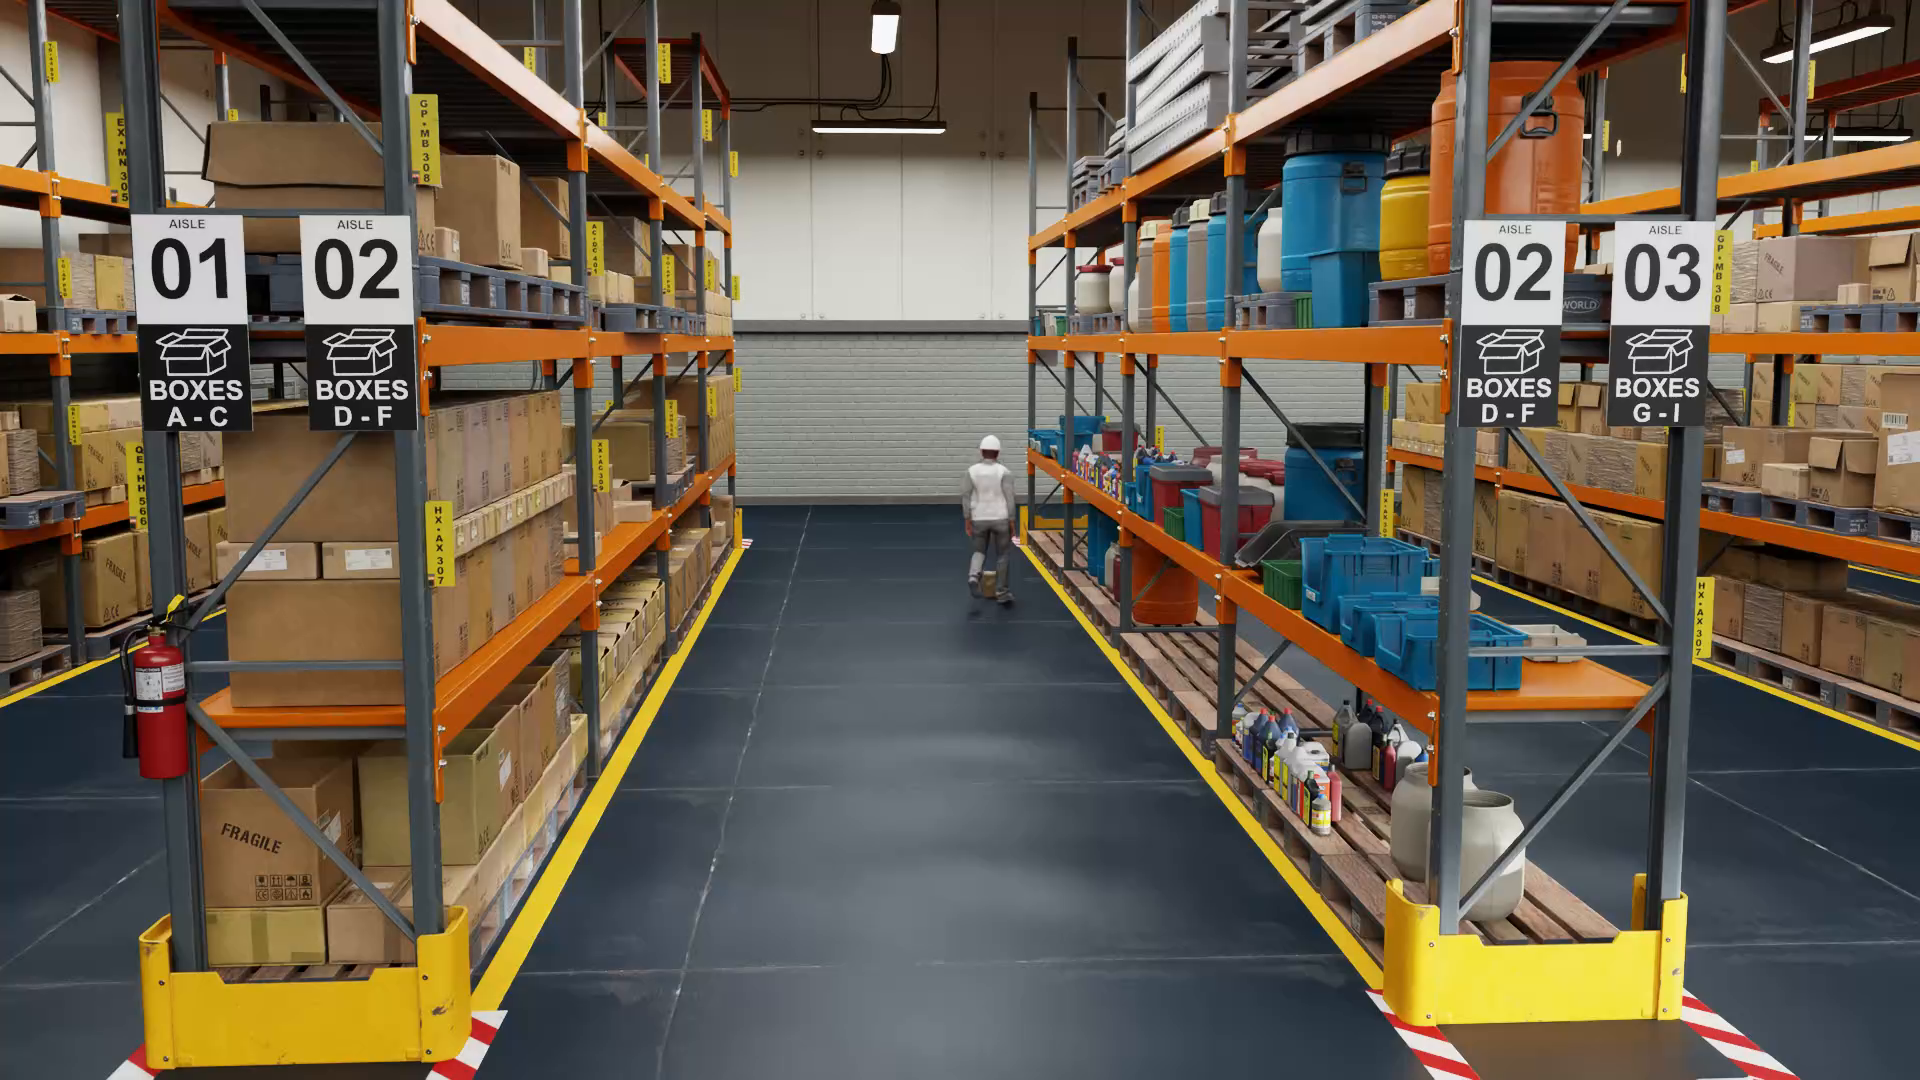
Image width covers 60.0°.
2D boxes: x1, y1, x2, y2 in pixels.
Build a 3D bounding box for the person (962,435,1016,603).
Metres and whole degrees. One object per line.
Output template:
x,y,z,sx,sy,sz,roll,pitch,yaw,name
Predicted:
0.308,-0.212,17.311,0.555,1.756,0.637,2,7,16,person
